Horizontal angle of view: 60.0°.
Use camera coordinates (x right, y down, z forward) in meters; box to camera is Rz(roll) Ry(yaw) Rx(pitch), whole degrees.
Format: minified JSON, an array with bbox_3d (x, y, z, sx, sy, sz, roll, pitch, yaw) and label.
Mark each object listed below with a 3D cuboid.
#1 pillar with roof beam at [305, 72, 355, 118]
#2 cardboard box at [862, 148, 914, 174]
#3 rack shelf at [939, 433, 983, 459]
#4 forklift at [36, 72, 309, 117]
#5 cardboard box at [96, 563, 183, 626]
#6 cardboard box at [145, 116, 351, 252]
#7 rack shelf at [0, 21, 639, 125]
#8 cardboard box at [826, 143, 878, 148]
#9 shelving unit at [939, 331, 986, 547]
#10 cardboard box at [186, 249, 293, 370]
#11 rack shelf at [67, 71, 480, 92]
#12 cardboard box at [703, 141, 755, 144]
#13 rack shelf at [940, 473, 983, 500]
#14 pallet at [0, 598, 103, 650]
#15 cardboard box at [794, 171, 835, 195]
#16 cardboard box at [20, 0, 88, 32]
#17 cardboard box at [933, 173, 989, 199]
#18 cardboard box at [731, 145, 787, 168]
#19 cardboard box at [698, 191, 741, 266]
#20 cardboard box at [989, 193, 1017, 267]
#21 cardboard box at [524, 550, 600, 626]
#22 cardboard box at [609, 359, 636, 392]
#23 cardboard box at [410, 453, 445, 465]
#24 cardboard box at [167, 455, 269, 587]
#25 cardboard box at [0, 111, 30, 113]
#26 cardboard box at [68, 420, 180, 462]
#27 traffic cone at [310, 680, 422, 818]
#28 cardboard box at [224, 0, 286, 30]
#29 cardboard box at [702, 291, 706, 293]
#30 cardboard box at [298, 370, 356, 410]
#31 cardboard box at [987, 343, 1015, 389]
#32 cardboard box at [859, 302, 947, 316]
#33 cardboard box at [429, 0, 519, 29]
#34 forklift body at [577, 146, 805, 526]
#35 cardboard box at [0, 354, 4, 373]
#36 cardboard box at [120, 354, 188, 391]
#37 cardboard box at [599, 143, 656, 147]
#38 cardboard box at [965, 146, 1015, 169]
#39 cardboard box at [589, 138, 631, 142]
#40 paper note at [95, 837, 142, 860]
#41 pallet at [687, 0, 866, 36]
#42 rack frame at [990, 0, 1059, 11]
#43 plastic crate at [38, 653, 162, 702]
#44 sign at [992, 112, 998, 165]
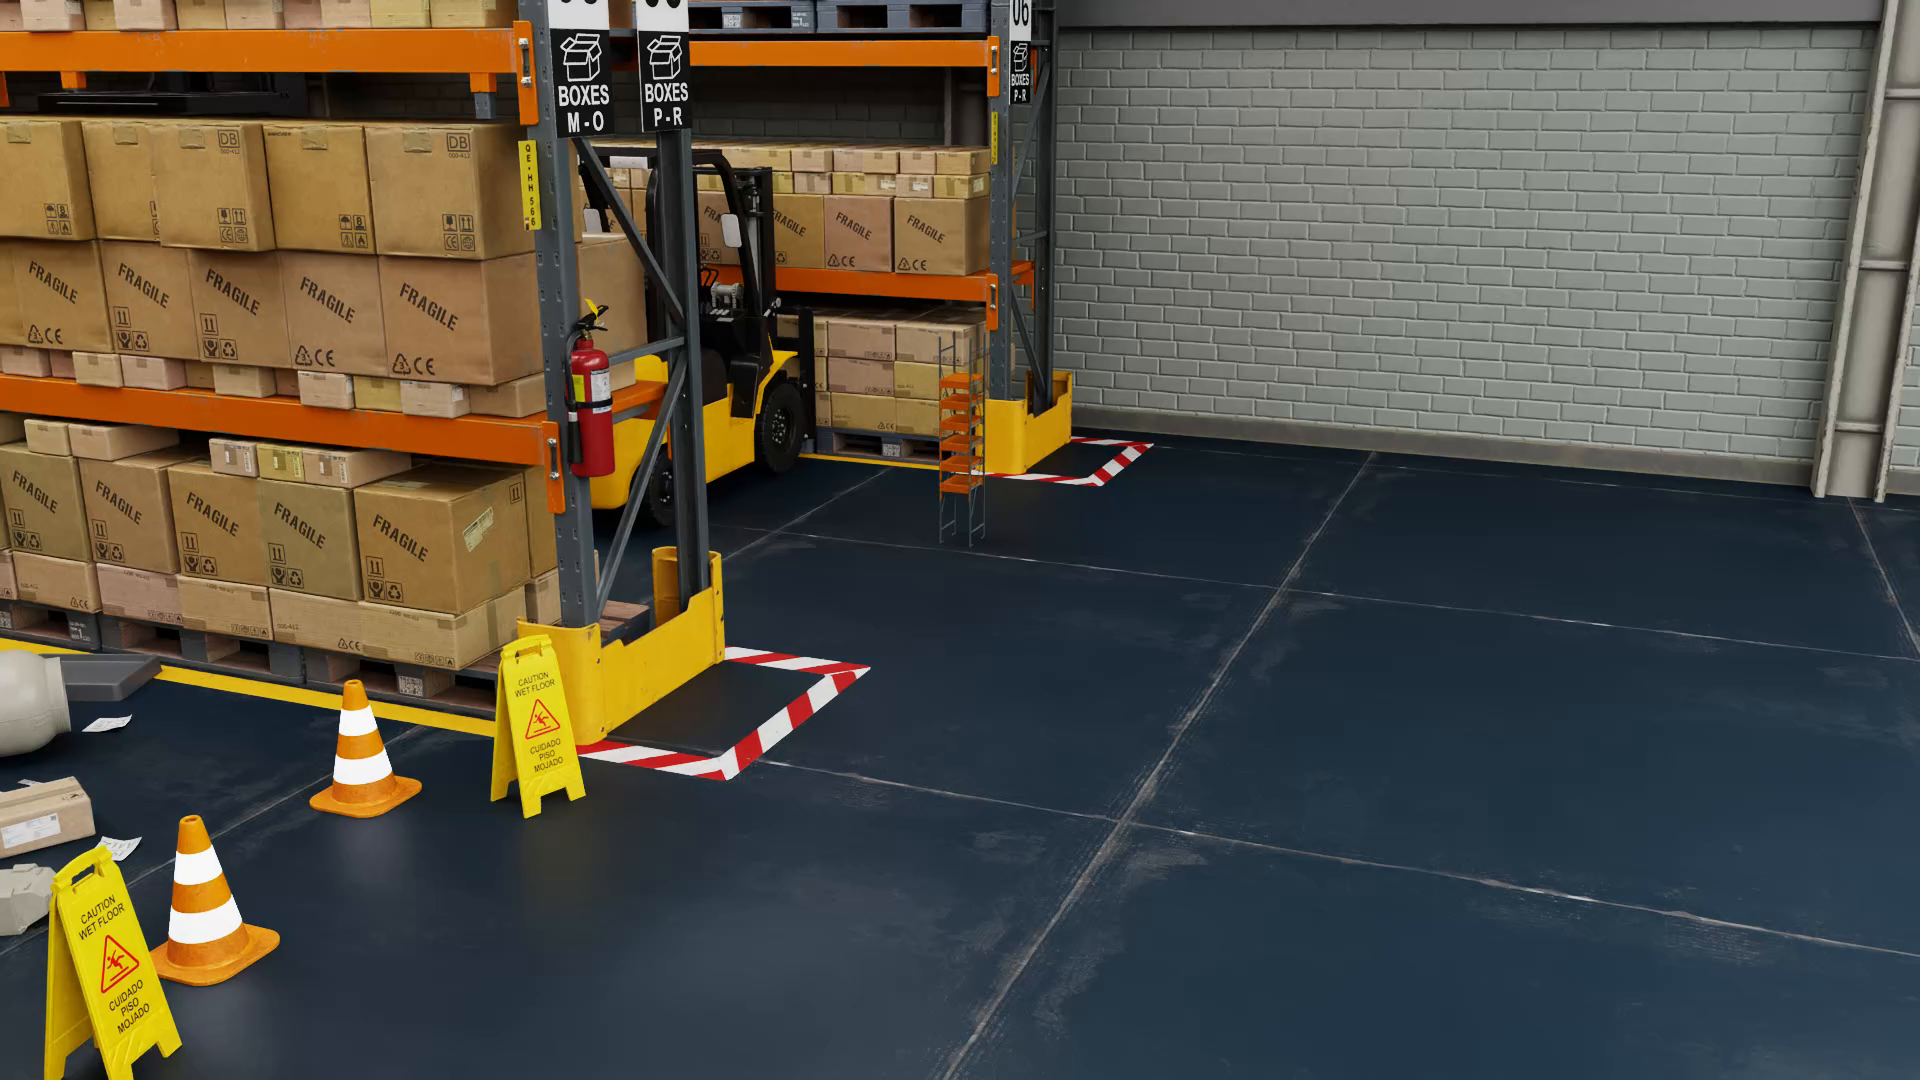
[{"bbox_3d":[-7.043,-4.729,9.822,0.400,9.000,9.100,6,17,21],"label":"pillar with roof beam"},{"bbox_3d":[-0.470,-2.567,11.259,0.250,0.149,0.380,7,17,22],"label":"cardboard box"},{"bbox_3d":[0.013,-0.532,9.514,0.180,0.103,0.258,6,17,21],"label":"rack shelf"},{"bbox_3d":[-4.654,-1.639,10.063,1.130,2.935,3.031,5,17,18],"label":"forklift"},{"bbox_3d":[-3.659,0.187,7.827,0.500,0.250,0.500,6,17,20],"label":"cardboard box"},{"bbox_3d":[-2.918,-1.504,6.967,0.500,0.500,0.700,6,17,20],"label":"cardboard box"},{"bbox_3d":[-3.243,-2.058,7.291,4.000,0.370,1.077,6,17,21],"label":"rack shelf"},{"bbox_3d":[-0.760,-2.746,11.877,0.250,0.149,0.380,7,18,22],"label":"cardboard box"},{"bbox_3d":[0.013,-0.575,9.501,0.189,1.200,0.258,6,17,21],"label":"shelving unit"},{"bbox_3d":[-2.917,-1.037,7.154,0.500,0.500,0.500,6,17,20],"label":"cardboard box"},{"bbox_3d":[-5.147,-3.754,13.136,4.000,0.370,1.077,6,17,21],"label":"rack shelf"},{"bbox_3d":[-1.699,-2.864,12.281,0.250,0.149,0.380,6,17,20],"label":"cardboard box"},{"bbox_3d":[0.013,-0.302,9.581,0.180,0.103,0.258,6,17,21],"label":"rack shelf"},{"bbox_3d":[-4.466,0.232,8.497,1.213,0.211,1.003,6,17,21],"label":"pallet"},{"bbox_3d":[-0.950,-2.472,11.466,0.250,0.149,0.380,6,17,19],"label":"cardboard box"},{"bbox_3d":[-3.737,-2.237,7.069,0.250,0.149,0.380,6,17,20],"label":"cardboard box"},{"bbox_3d":[0.010,-2.368,11.107,0.250,0.149,0.380,7,17,21],"label":"cardboard box"},{"bbox_3d":[-1.405,-2.685,11.667,0.250,0.149,0.380,7,17,21],"label":"cardboard box"},{"bbox_3d":[-1.547,-2.232,11.803,0.500,0.500,0.500,6,17,21],"label":"cardboard box"},{"bbox_3d":[0.076,-2.216,11.748,0.500,0.500,0.500,7,18,22],"label":"cardboard box"},{"bbox_3d":[-2.032,0.207,7.760,0.500,0.250,0.500,6,17,20],"label":"cardboard box"},{"bbox_3d":[-1.623,-0.726,7.244,0.250,0.149,0.380,6,17,21],"label":"cardboard box"},{"bbox_3d":[-2.542,-0.208,7.844,0.500,0.500,0.500,6,17,19],"label":"cardboard box"},{"bbox_3d":[-3.177,-0.119,7.539,0.500,0.500,0.500,6,17,19],"label":"cardboard box"},{"bbox_3d":[-4.774,-1.737,7.770,0.500,0.500,0.700,6,17,20],"label":"cardboard box"},{"bbox_3d":[-3.829,-0.482,7.625,0.250,0.149,0.380,7,18,24],"label":"cardboard box"},{"bbox_3d":[-2.256,0.751,6.257,0.334,0.463,0.336,6,17,21],"label":"traffic cone"},{"bbox_3d":[-2.756,-2.151,6.773,0.250,0.149,0.380,6,17,20],"label":"cardboard box"},{"bbox_3d":[-2.280,-1.768,12.769,0.500,0.250,0.500,6,17,20],"label":"cardboard box"},{"bbox_3d":[-2.567,-0.667,7.043,0.250,0.149,0.380,7,17,22],"label":"cardboard box"},{"bbox_3d":[0.074,-1.269,11.946,0.500,0.250,0.500,7,17,22],"label":"cardboard box"},{"bbox_3d":[-0.409,-1.555,12.036,0.500,0.250,0.500,6,17,21],"label":"cardboard box"},{"bbox_3d":[-1.817,-2.042,6.397,0.250,0.149,0.380,6,17,21],"label":"cardboard box"},{"bbox_3d":[-1.998,-1.359,10.496,1.214,2.155,2.313,6,17,21],"label":"forklift body"},{"bbox_3d":[-4.416,-0.899,7.842,0.250,0.149,0.380,6,17,20],"label":"cardboard box"},{"bbox_3d":[-3.497,-0.779,7.428,0.250,0.149,0.380,6,17,20],"label":"cardboard box"},{"bbox_3d":[-2.380,-2.768,11.950,0.250,0.149,0.380,7,17,22],"label":"cardboard box"},{"bbox_3d":[0.201,-2.638,11.503,0.250,0.149,0.380,6,17,20],"label":"cardboard box"},{"bbox_3d":[-2.660,-2.966,12.635,0.250,0.149,0.380,6,17,19],"label":"cardboard box"},{"bbox_3d":[-2.993,1.088,5.873,0.142,0.019,0.148,0,16,1],"label":"paper note"},{"bbox_3d":[-1.352,-3.647,11.635,1.213,0.211,1.003,6,17,21],"label":"pallet"},{"bbox_3d":[0.435,-4.927,10.503,0.127,3.000,1.000,6,17,21],"label":"rack frame"},{"bbox_3d":[-3.944,0.608,7.435,0.583,0.080,0.402,0,16,1],"label":"plastic crate"},{"bbox_3d":[0.223,-2.576,10.665,0.005,0.325,0.100,6,17,21],"label":"sign"}]
